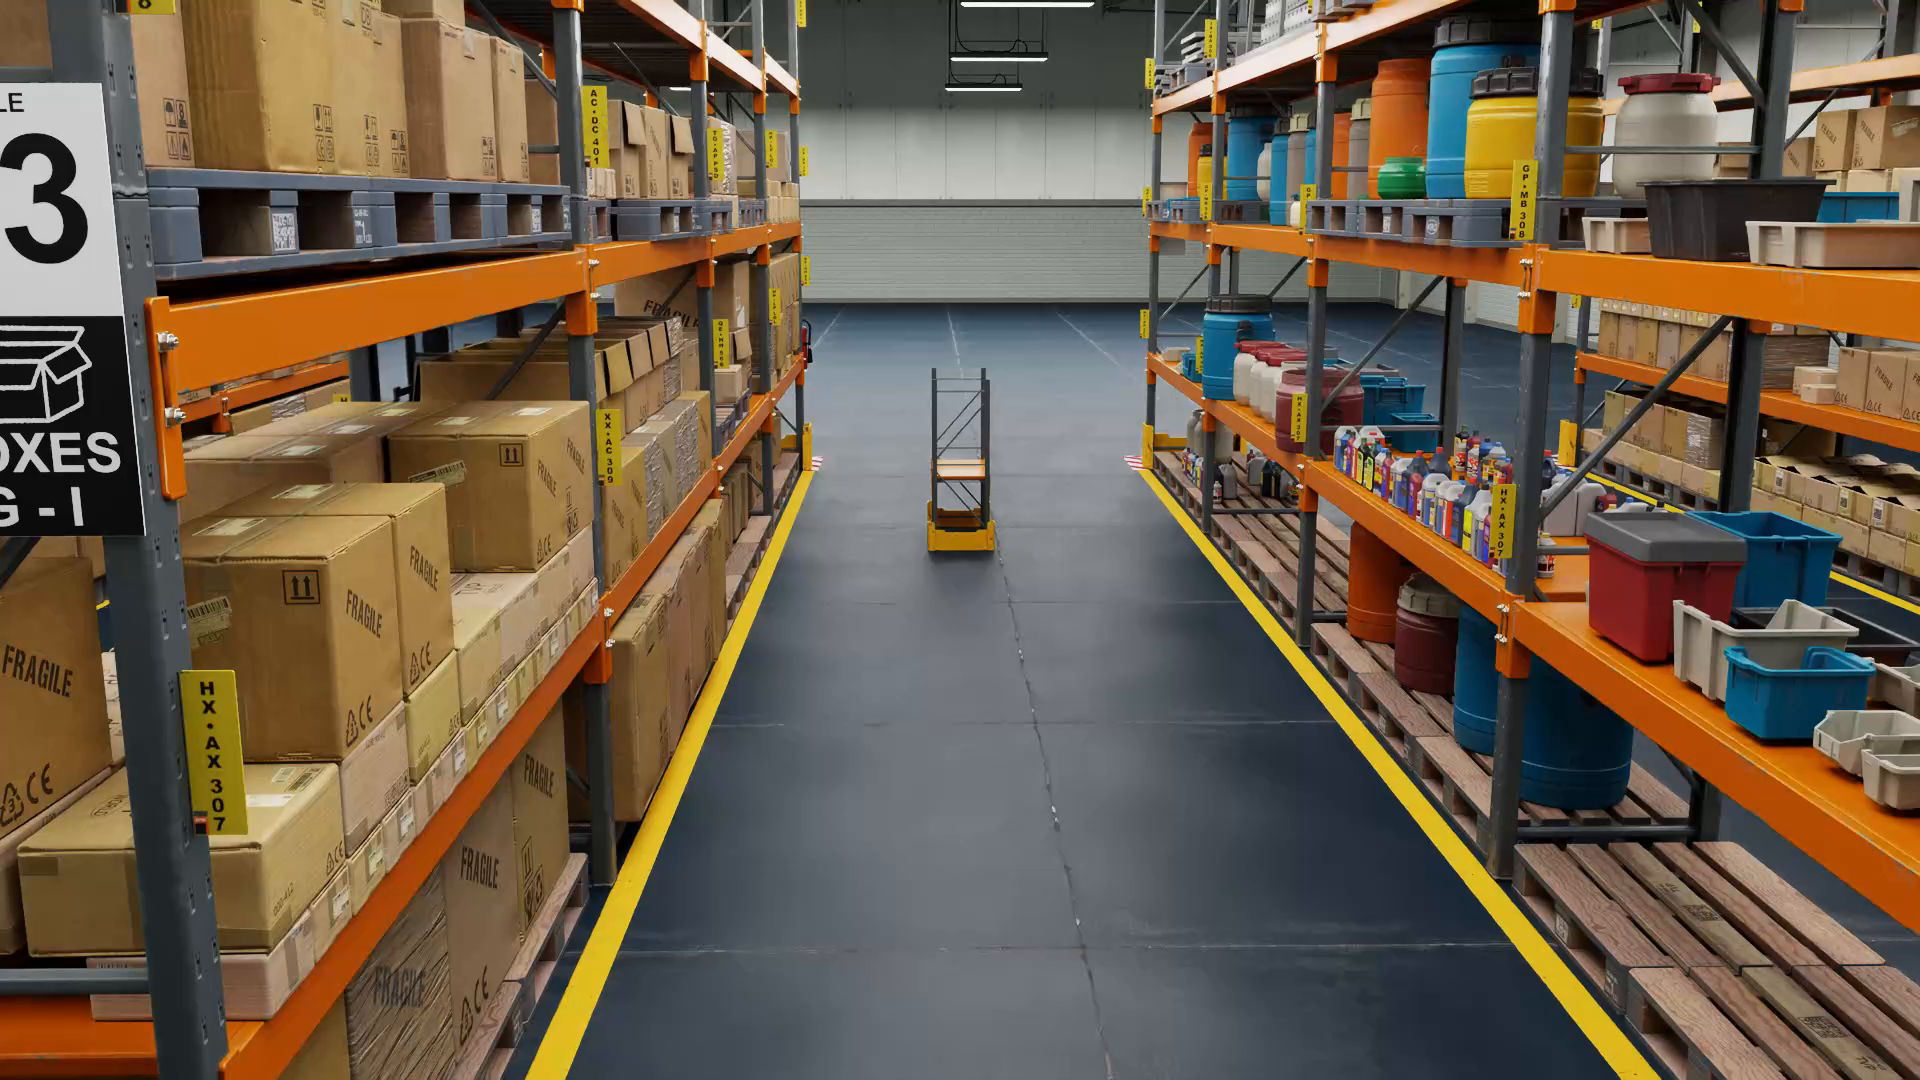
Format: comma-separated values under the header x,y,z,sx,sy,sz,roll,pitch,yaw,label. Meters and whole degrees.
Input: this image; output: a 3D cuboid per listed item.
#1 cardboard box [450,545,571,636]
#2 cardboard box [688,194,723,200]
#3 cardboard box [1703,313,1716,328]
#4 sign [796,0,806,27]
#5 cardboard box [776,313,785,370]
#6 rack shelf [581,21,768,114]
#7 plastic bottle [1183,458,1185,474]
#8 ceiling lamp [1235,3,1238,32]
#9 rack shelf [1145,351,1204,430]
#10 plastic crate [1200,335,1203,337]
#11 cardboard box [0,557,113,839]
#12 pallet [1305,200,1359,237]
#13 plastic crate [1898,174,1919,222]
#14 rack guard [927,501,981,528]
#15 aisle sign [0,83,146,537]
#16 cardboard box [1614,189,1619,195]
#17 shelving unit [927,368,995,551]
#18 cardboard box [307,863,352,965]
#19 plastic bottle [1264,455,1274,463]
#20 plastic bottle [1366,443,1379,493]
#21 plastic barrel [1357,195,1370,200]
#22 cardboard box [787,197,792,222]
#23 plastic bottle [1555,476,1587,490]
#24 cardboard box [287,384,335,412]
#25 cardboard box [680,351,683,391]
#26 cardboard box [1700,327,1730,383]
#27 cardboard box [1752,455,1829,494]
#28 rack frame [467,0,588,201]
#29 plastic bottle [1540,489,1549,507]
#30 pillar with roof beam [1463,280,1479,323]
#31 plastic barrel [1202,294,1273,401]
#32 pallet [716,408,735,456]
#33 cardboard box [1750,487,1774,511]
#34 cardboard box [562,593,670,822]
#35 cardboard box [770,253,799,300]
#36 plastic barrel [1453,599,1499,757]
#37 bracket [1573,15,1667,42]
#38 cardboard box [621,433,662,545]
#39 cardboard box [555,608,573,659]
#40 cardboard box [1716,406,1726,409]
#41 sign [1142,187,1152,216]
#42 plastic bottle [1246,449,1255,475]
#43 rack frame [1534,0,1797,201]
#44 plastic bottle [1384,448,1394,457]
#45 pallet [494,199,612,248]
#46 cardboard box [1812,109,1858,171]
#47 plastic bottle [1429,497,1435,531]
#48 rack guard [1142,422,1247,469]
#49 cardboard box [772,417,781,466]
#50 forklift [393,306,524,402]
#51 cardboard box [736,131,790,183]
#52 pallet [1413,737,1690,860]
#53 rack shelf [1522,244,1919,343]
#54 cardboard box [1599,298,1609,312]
x,y,z,sx,sy,sz,roll,pitch,yaw,label
-1.763,0.190,6.205,0.500,0.250,0.500,0,11,1,cardboard box
-1.886,-2.213,11.256,0.500,0.250,0.500,0,11,0,cardboard box
7.454,-2.131,16.134,0.380,0.149,0.250,0,11,-1,cardboard box
-1.740,-5.786,18.198,0.100,0.325,0.005,0,11,-1,sign
-2.135,-1.901,15.886,0.875,0.500,0.500,0,11,-1,cardboard box
-2.172,-3.511,12.548,1.077,0.370,4.000,0,11,-1,rack shelf
2.384,-0.795,17.363,0.097,0.201,0.097,0,11,0,plastic bottle
7.941,-13.213,42.876,2.000,3.185,0.800,0,11,-1,ceiling lamp
2.698,-1.582,17.124,1.077,0.370,4.000,0,11,-1,rack shelf
2.966,-2.161,18.543,0.499,0.251,0.616,0,11,-1,plastic crate
-2.238,0.333,3.618,0.500,0.500,0.500,0,11,0,cardboard box
2.740,-1.967,10.143,1.003,0.211,1.213,0,11,-1,pallet
3.250,-1.006,5.227,0.437,0.282,0.530,0,11,-1,plastic crate
-0.012,-0.237,15.597,0.587,0.250,0.087,0,11,-1,rack guard
-1.664,-0.393,2.912,0.394,0.787,0.004,0,11,-1,aisle sign
7.616,-4.033,18.182,0.797,0.503,0.637,1,11,3,cardboard box
-0.002,-0.750,14.985,0.587,1.500,1.083,0,11,-1,shelving unit
-1.649,0.869,3.866,0.380,0.149,0.250,0,11,-2,cardboard box
3.125,-0.739,16.713,0.144,0.351,0.185,0,11,-2,plastic bottle
2.479,-0.433,9.943,0.061,0.283,0.133,0,11,-1,plastic bottle
2.765,-2.185,11.132,0.294,0.245,0.294,0,11,0,plastic barrel
-2.016,-3.413,17.170,0.500,0.250,0.500,0,11,0,cardboard box
3.252,-0.210,8.863,0.152,0.276,0.135,0,11,-1,plastic bottle
-7.156,-1.167,17.555,0.875,0.875,0.875,0,11,-2,cardboard box
-2.181,-1.084,11.550,0.500,0.500,0.500,-2,12,-8,cardboard box
7.659,-1.799,16.131,0.700,0.500,0.500,0,11,-2,cardboard box
7.451,-0.607,14.956,0.500,0.311,0.500,0,11,-1,cardboard box
-2.048,-2.867,6.558,1.000,3.000,0.127,0,11,-1,rack frame
3.127,-0.169,8.849,0.097,0.201,0.097,0,11,0,plastic bottle
8.641,-9.931,41.377,9.100,9.000,0.548,0,11,-1,pillar with roof beam
2.444,-1.705,14.659,0.600,0.901,0.708,0,11,-1,plastic barrel
-2.251,-0.769,11.789,1.213,0.211,1.003,0,11,-1,pallet
7.452,-0.334,15.021,0.500,0.250,0.500,-1,11,-3,cardboard box
-2.081,0.782,7.950,1.225,0.875,0.875,0,11,-1,cardboard box
-2.037,-2.889,18.239,0.500,0.500,0.500,0,11,-1,cardboard box
2.895,0.626,8.649,0.600,0.901,0.708,0,11,-1,plastic barrel
12.776,-9.924,32.289,0.076,0.066,4.783,0,11,-1,bracket
-1.828,-0.268,8.583,0.500,0.500,0.500,0,11,-2,cardboard box
-1.703,0.358,6.383,0.380,0.149,0.250,0,11,-2,cardboard box
7.974,-1.075,16.787,0.500,0.500,0.500,0,11,-1,cardboard box
2.106,-3.806,18.706,0.100,0.325,0.005,0,11,-1,sign
3.004,-0.803,17.198,0.061,0.283,0.133,0,11,-1,plastic bottle
2.904,-2.887,6.658,1.000,3.000,0.127,0,11,-1,rack frame
2.641,-0.470,10.330,0.097,0.201,0.097,0,11,0,plastic bottle
-2.116,-1.485,7.772,0.805,0.209,1.217,-1,11,-3,pallet
7.665,-3.404,14.185,0.500,0.500,0.500,0,11,0,cardboard box
2.522,-0.149,8.751,0.097,0.201,0.097,0,11,0,plastic bottle
2.705,-1.093,19.187,1.175,0.500,0.348,0,11,-1,rack guard
-2.253,-1.050,17.922,0.500,0.500,0.500,3,12,14,cardboard box
-4.602,-1.541,15.282,1.130,2.935,3.031,0,11,-1,forklift
-2.011,-3.915,17.011,0.500,0.500,0.500,0,11,-1,cardboard box
2.930,1.266,8.289,1.003,0.211,1.213,0,11,-1,pallet
2.946,-0.667,5.068,1.077,0.370,4.000,0,11,-1,rack shelf
7.402,-2.640,18.646,0.380,0.149,0.250,0,11,-2,cardboard box
